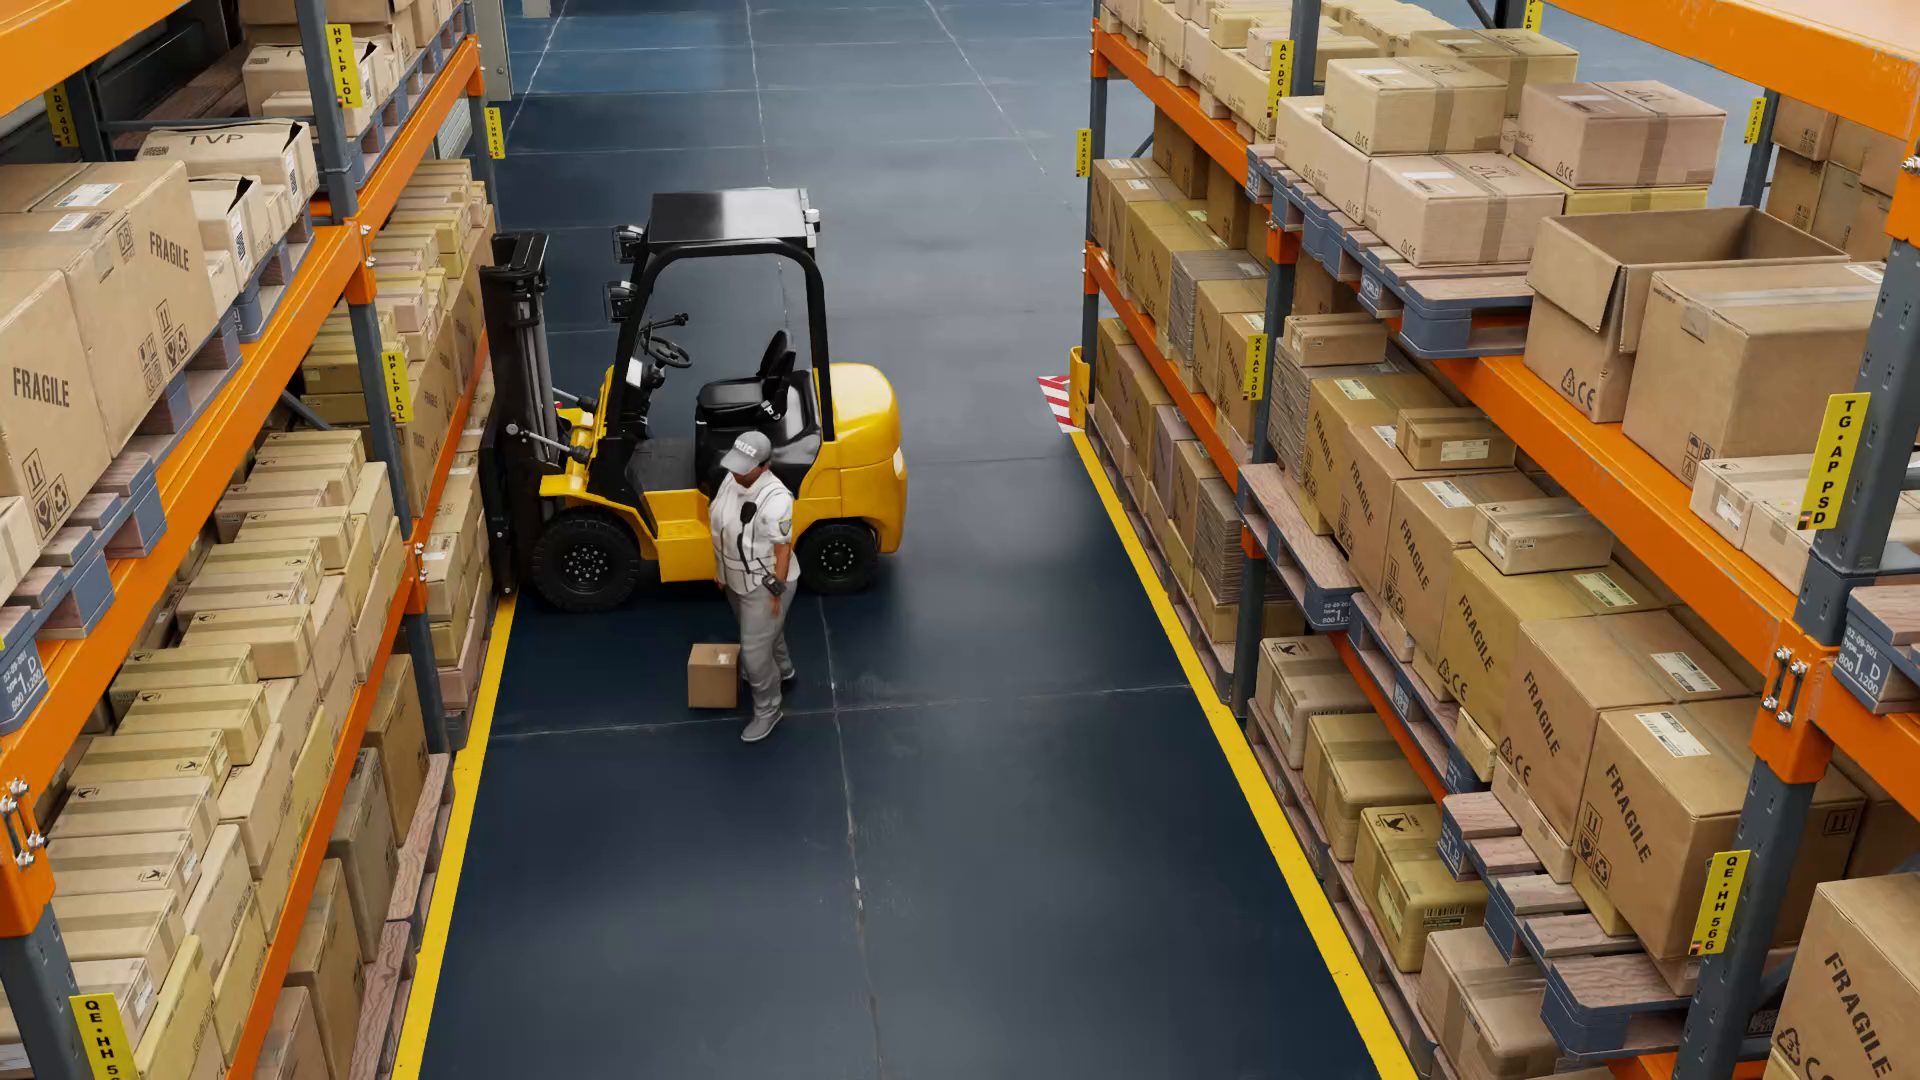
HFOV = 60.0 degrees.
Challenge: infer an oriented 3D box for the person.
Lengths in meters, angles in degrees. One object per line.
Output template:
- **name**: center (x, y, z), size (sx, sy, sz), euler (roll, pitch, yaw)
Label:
- **person**: center (-1.019, 0.150, 8.348), size (0.534, 1.643, 0.656), euler (-20, 33, -33)
